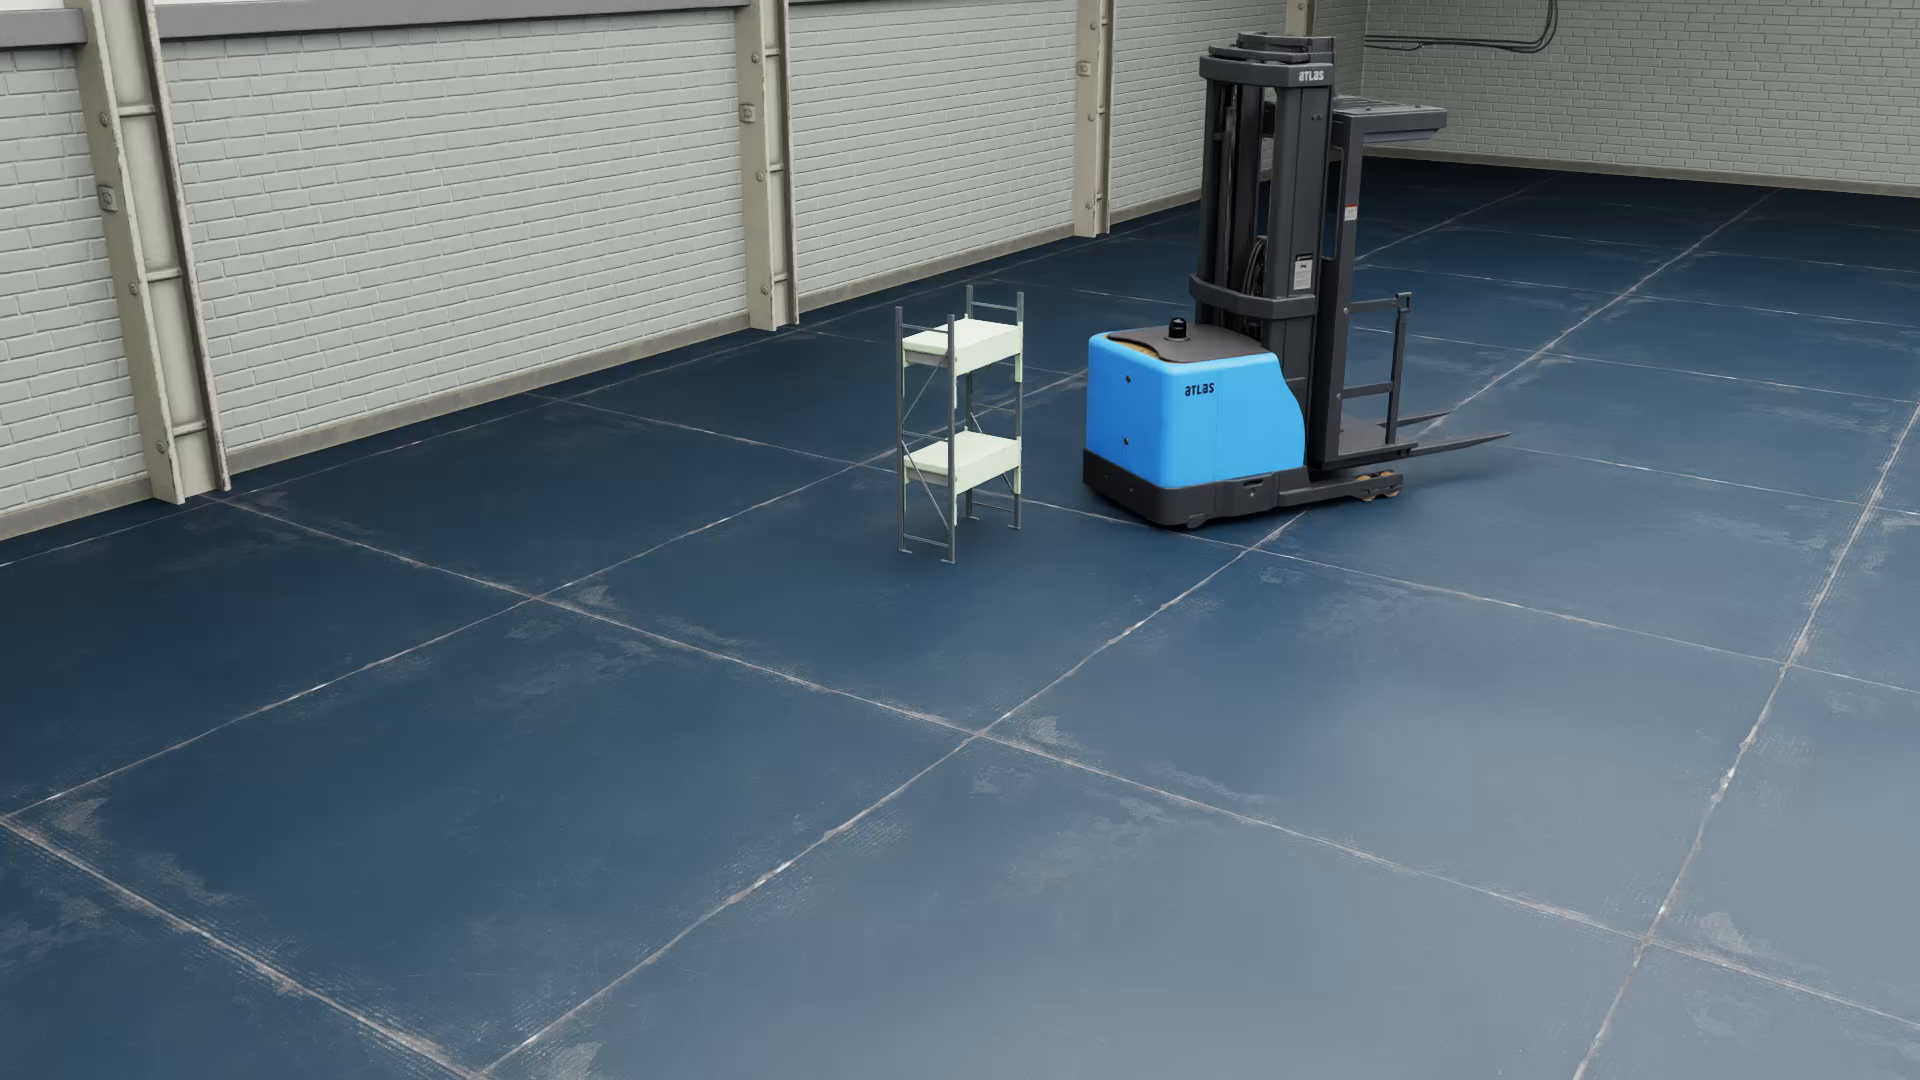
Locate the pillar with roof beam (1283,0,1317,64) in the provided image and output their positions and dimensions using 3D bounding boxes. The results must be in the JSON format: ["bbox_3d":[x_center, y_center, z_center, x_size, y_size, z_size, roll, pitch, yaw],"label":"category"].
[{"bbox_3d":[8.539,-8.863,21.256,9.100,9.000,0.400,13,24,32],"label":"pillar with roof beam"}]

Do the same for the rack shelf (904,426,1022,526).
[{"bbox_3d":[0.004,-0.400,10.123,0.431,0.370,0.720,13,24,32],"label":"rack shelf"}]

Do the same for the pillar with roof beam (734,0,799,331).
[{"bbox_3d":[1.794,-5.420,11.948,9.100,9.000,0.400,13,24,32],"label":"pillar with roof beam"}]

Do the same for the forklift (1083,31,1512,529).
[{"bbox_3d":[2.371,-1.783,10.861,3.031,2.935,1.130,-10,22,-25],"label":"forklift"}]

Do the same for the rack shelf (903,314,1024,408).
[{"bbox_3d":[0.004,-1.071,9.875,0.431,0.370,0.720,13,24,32],"label":"rack shelf"}]

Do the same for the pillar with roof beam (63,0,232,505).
[{"bbox_3d":[-1.579,-3.699,7.294,9.100,9.000,0.400,13,24,32],"label":"pillar with roof beam"}]

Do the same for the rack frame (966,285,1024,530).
[{"bbox_3d":[0.209,-0.810,10.294,0.400,1.500,0.023,13,24,32],"label":"rack frame"}]

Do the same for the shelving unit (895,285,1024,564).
[{"bbox_3d":[0.004,-0.705,10.010,0.431,1.500,0.755,13,24,32],"label":"shelving unit"}]

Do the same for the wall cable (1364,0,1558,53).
[{"bbox_3d":[7.729,-8.834,25.652,3.097,2.526,0.112,13,24,32],"label":"wall cable"}]

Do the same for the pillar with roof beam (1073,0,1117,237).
[{"bbox_3d":[5.166,-7.142,16.602,9.100,9.000,0.400,13,24,32],"label":"pillar with roof beam"}]

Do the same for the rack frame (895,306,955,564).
[{"bbox_3d":[-0.202,-0.600,9.726,0.400,1.500,0.023,13,24,32],"label":"rack frame"}]
